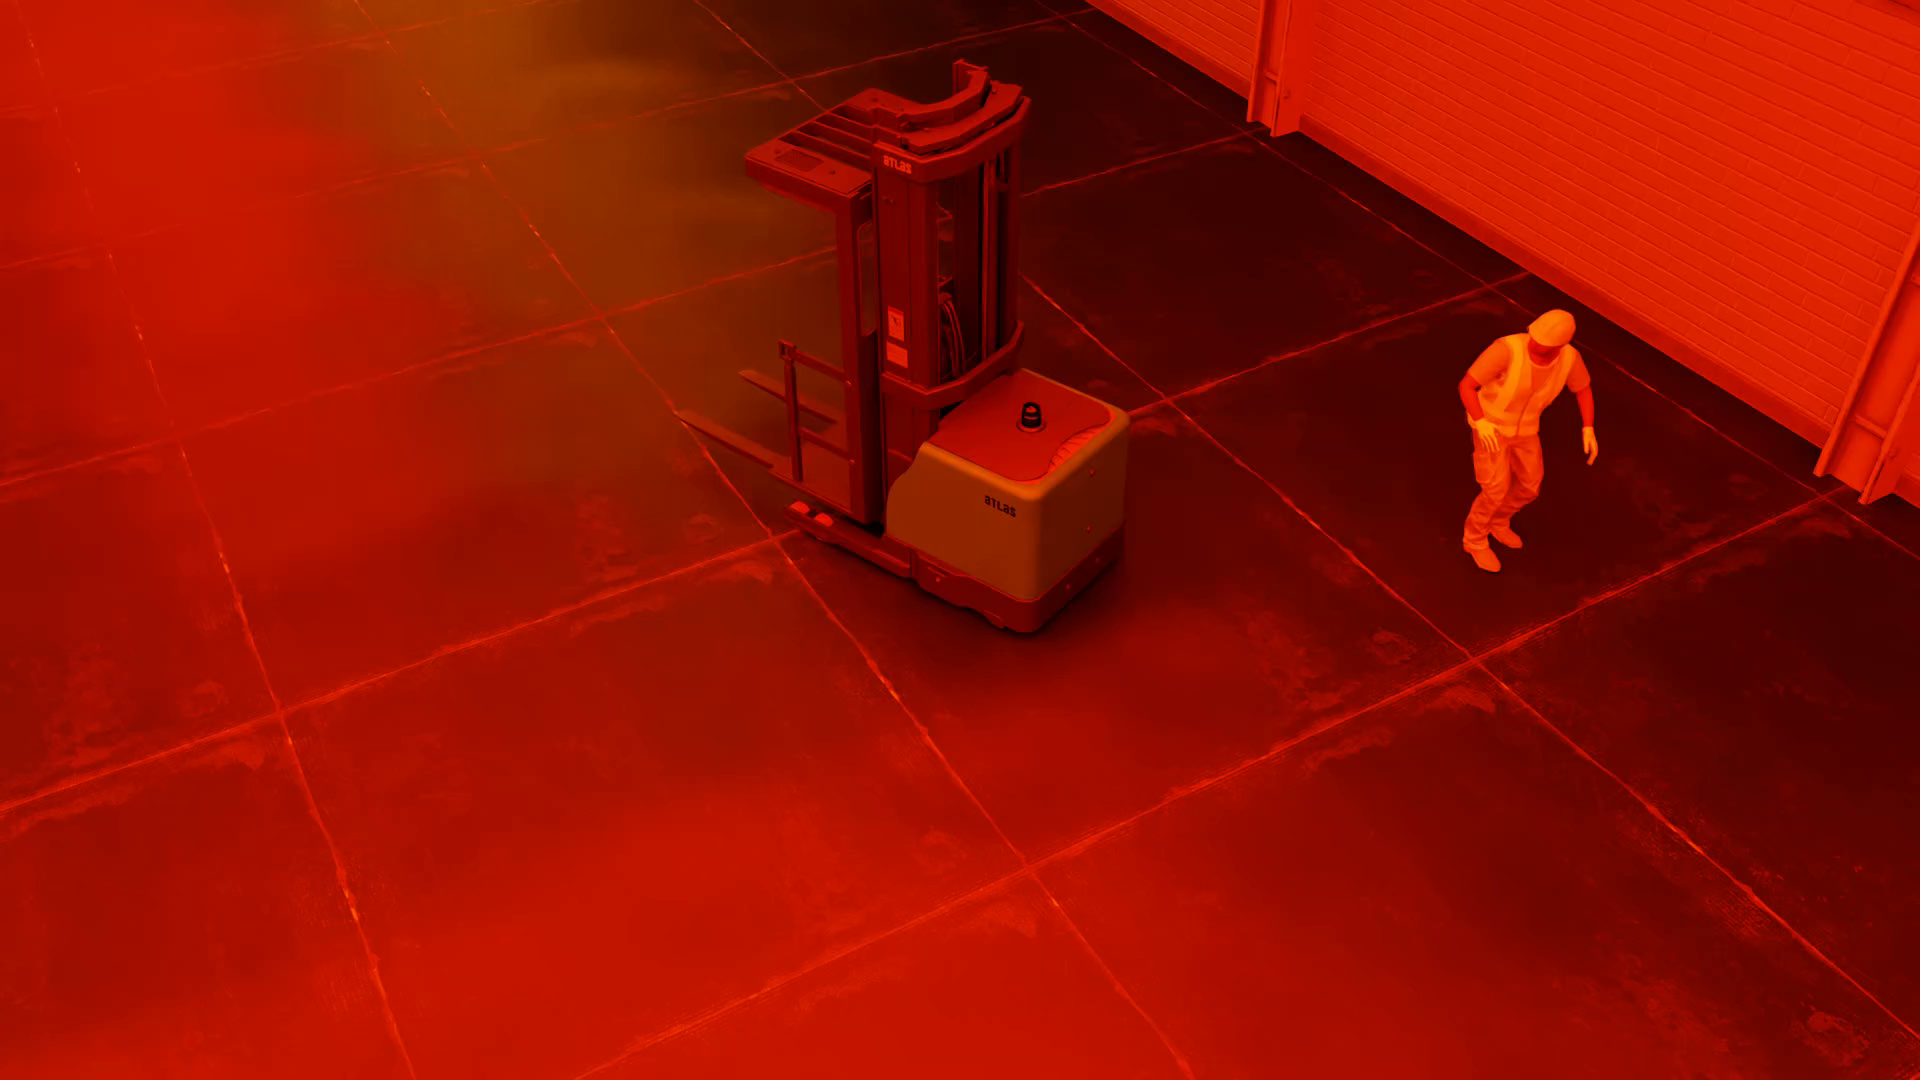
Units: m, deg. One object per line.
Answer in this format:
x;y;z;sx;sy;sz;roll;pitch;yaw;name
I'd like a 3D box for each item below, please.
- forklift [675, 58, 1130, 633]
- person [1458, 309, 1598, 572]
-0.481;-1.366;9.683;3.031;2.935;1.130;26;46;28;forklift
3.290;-0.612;9.745;0.803;1.723;0.564;-9;41;-11;person
